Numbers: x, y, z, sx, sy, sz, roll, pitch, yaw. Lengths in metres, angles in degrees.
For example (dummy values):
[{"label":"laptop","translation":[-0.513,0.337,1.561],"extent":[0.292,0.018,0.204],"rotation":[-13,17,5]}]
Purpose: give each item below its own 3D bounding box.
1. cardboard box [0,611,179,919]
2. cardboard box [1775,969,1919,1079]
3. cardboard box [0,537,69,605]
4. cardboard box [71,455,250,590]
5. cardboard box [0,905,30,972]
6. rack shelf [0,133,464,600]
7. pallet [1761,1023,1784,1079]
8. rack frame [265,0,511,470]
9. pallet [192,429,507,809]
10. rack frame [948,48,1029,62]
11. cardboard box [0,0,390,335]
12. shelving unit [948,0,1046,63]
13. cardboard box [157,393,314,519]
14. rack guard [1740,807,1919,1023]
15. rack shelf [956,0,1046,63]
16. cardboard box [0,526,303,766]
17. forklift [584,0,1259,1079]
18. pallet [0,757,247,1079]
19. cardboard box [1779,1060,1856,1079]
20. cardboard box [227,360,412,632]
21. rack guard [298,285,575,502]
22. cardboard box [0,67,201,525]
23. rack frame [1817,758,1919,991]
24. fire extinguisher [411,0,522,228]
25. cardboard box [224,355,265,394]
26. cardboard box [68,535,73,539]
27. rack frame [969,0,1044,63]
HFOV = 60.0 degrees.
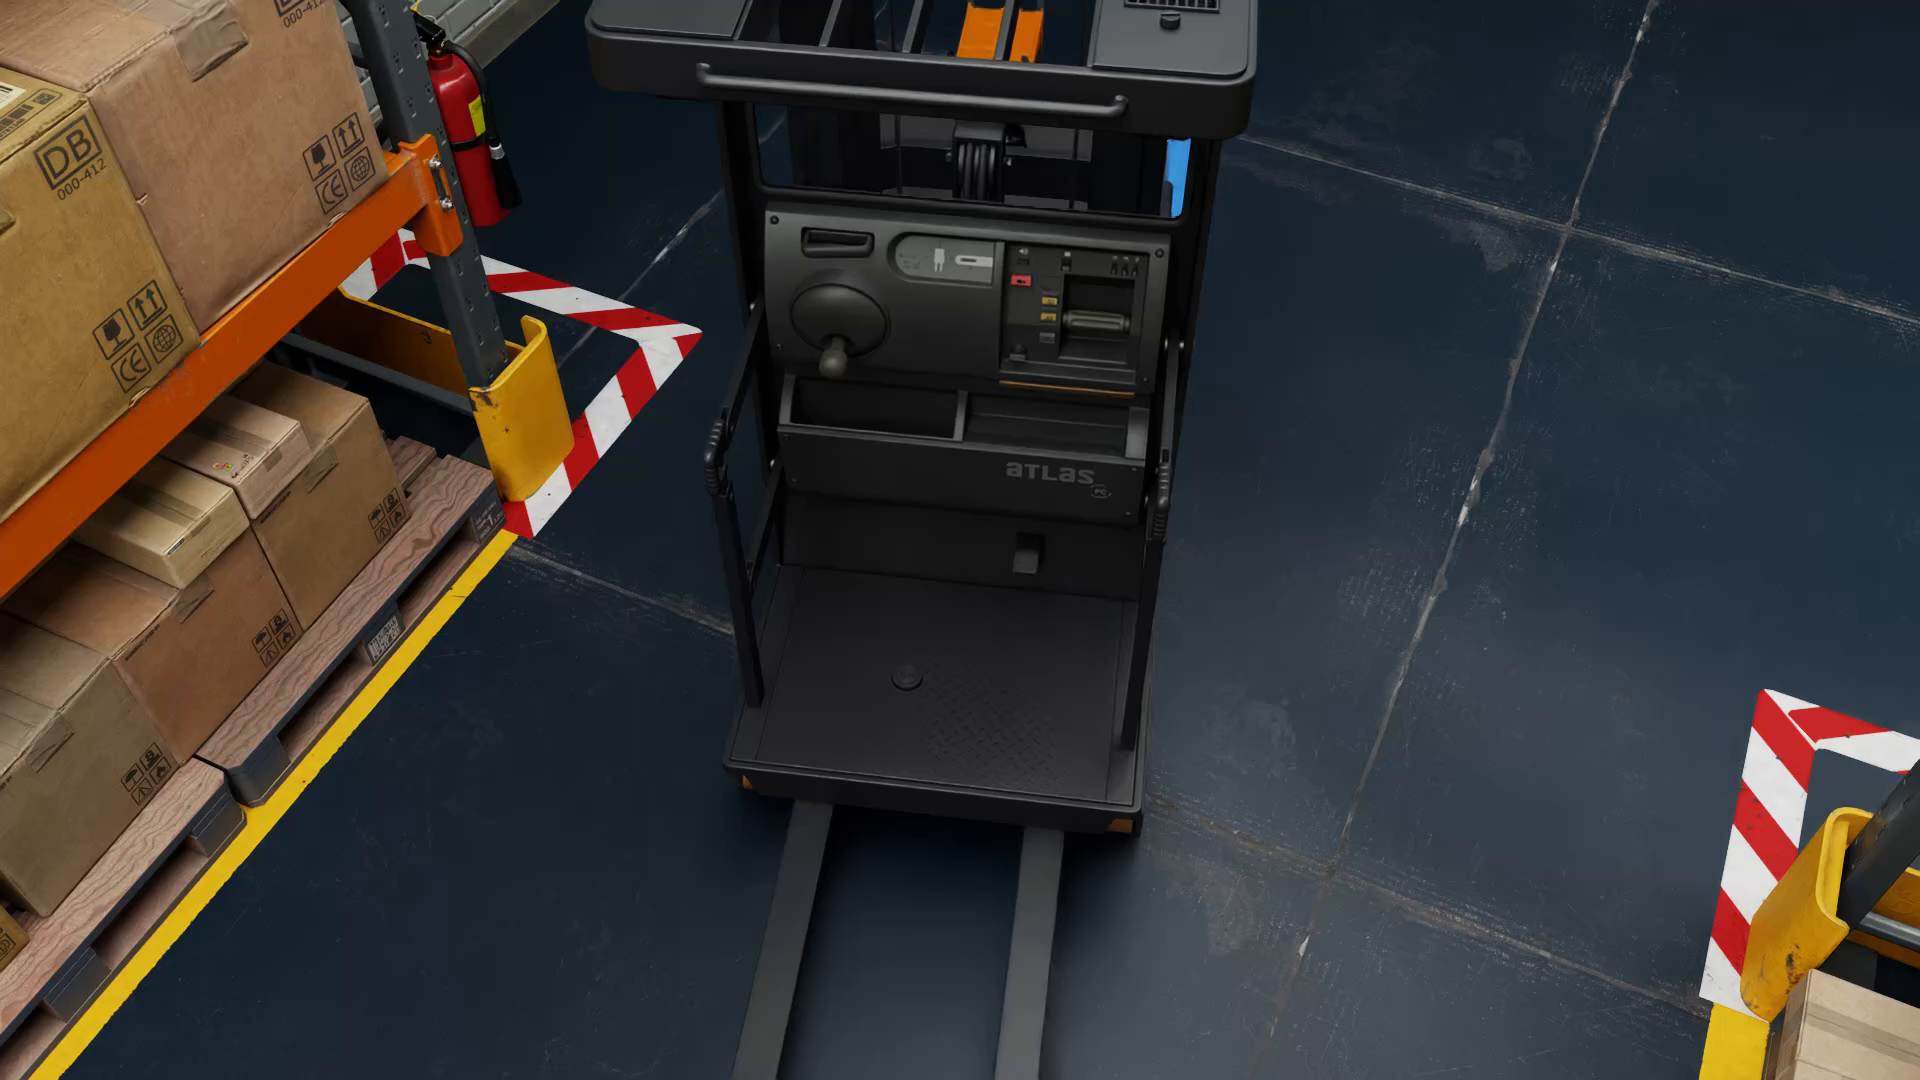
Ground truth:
[{"label":"cardboard box","translation":[-2.506,0.511,4.211],"extent":[0.700,0.500,0.500],"rotation":[18,52,15]},{"label":"cardboard box","translation":[2.122,1.199,3.844],"extent":[0.380,0.149,0.250],"rotation":[20,52,16]},{"label":"cardboard box","translation":[-2.528,-0.020,4.237],"extent":[0.380,0.149,0.250],"rotation":[20,53,16]},{"label":"cardboard box","translation":[-2.076,-0.066,4.276],"extent":[0.380,0.149,0.250],"rotation":[21,53,17]},{"label":"cardboard box","translation":[-2.727,0.881,3.897],"extent":[0.700,0.500,0.500],"rotation":[21,53,17]},{"label":"rack shelf","translation":[-2.724,0.242,3.547],"extent":[1.077,0.370,4.000],"rotation":[20,52,16]},{"label":"pallet","translation":[2.239,1.746,3.626],"extent":[1.003,0.211,1.213],"rotation":[20,52,16]},{"label":"rack frame","translation":[-1.869,-1.368,4.445],"extent":[1.000,3.000,0.127],"rotation":[20,52,16]},{"label":"pallet","translation":[-2.140,0.111,5.017],"extent":[1.003,0.211,1.213],"rotation":[20,52,16]},{"label":"rack frame","translation":[0.083,-1.047,5.353],"extent":[0.240,1.200,0.015],"rotation":[6,50,5]},{"label":"cardboard box","translation":[-2.078,-1.111,4.029],"extent":[0.980,0.700,0.700],"rotation":[22,53,18]},{"label":"shelving unit","translation":[0.116,-1.231,5.509],"extent":[0.258,1.200,0.503],"rotation":[6,50,5]},{"label":"cardboard box","translation":[-1.968,-0.242,4.426],"extent":[0.380,0.149,0.250],"rotation":[19,52,16]},{"label":"rack guard","translation":[2.579,1.103,3.983],"extent":[1.175,0.500,0.348],"rotation":[20,52,16]},{"label":"rack shelf","translation":[0.116,-1.485,5.210],"extent":[0.258,0.148,0.480],"rotation":[6,50,5]},{"label":"cardboard box","translation":[-2.291,0.165,4.506],"extent":[0.700,0.500,0.500],"rotation":[20,52,16]},{"label":"forklift","translation":[-0.018,-0.442,3.702],"extent":[1.130,2.935,3.031],"rotation":[6,50,5]},{"label":"pallet","translation":[-2.662,0.948,4.305],"extent":[1.003,0.211,1.213],"rotation":[20,52,16]},{"label":"cardboard box","translation":[2.015,1.365,3.690],"extent":[0.380,0.166,0.250],"rotation":[20,52,16]},{"label":"cardboard box","translation":[-2.078,-0.180,4.799],"extent":[0.700,0.500,0.500],"rotation":[20,52,16]},{"label":"rack guard","translation":[-1.859,-0.575,5.411],"extent":[1.175,0.500,0.348],"rotation":[20,52,16]},{"label":"cardboard box","translation":[-2.379,-0.607,3.600],"extent":[0.980,0.700,0.700],"rotation":[19,52,16]},{"label":"rack frame","translation":[2.611,0.241,3.076],"extent":[1.000,3.000,0.127],"rotation":[20,52,16]},{"label":"fire extinguisher","translation":[-1.387,-1.176,4.577],"extent":[0.296,0.674,0.183],"rotation":[20,52,16]},{"label":"cardboard box","translation":[-2.205,-0.541,4.681],"extent":[0.380,0.149,0.250],"rotation":[20,53,16]},{"label":"cardboard box","translation":[-2.421,-0.192,4.384],"extent":[0.380,0.149,0.250],"rotation":[20,52,16]},{"label":"rack frame","translation":[0.148,-1.415,5.666],"extent":[0.240,1.200,0.015],"rotation":[6,50,5]}]
